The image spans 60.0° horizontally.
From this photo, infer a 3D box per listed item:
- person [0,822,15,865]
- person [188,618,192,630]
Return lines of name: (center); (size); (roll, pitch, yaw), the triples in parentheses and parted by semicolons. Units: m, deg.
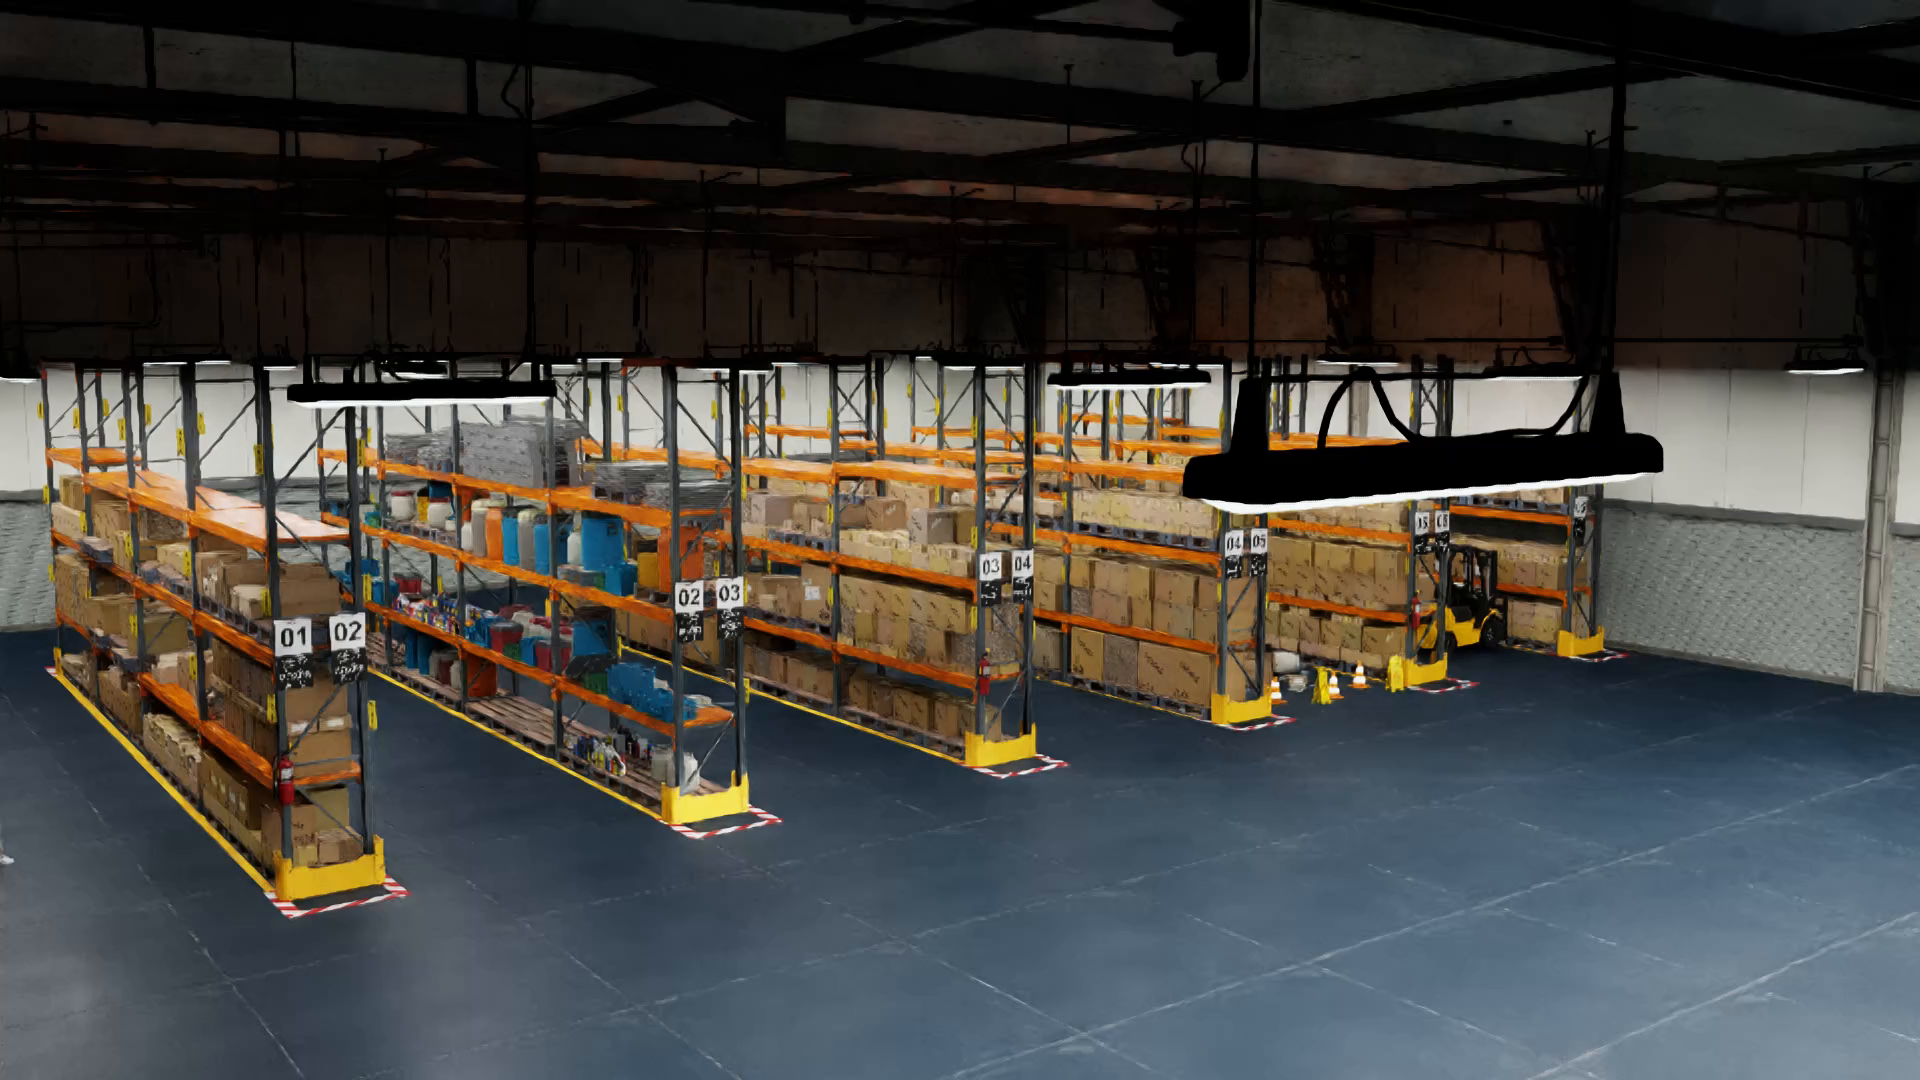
person: (-11.887, 3.147, 19.952); (0.811, 1.584, 0.612); (5, 8, 35)
person: (-16.633, 1.116, 36.403); (0.677, 1.726, 0.574); (-5, 9, -38)
